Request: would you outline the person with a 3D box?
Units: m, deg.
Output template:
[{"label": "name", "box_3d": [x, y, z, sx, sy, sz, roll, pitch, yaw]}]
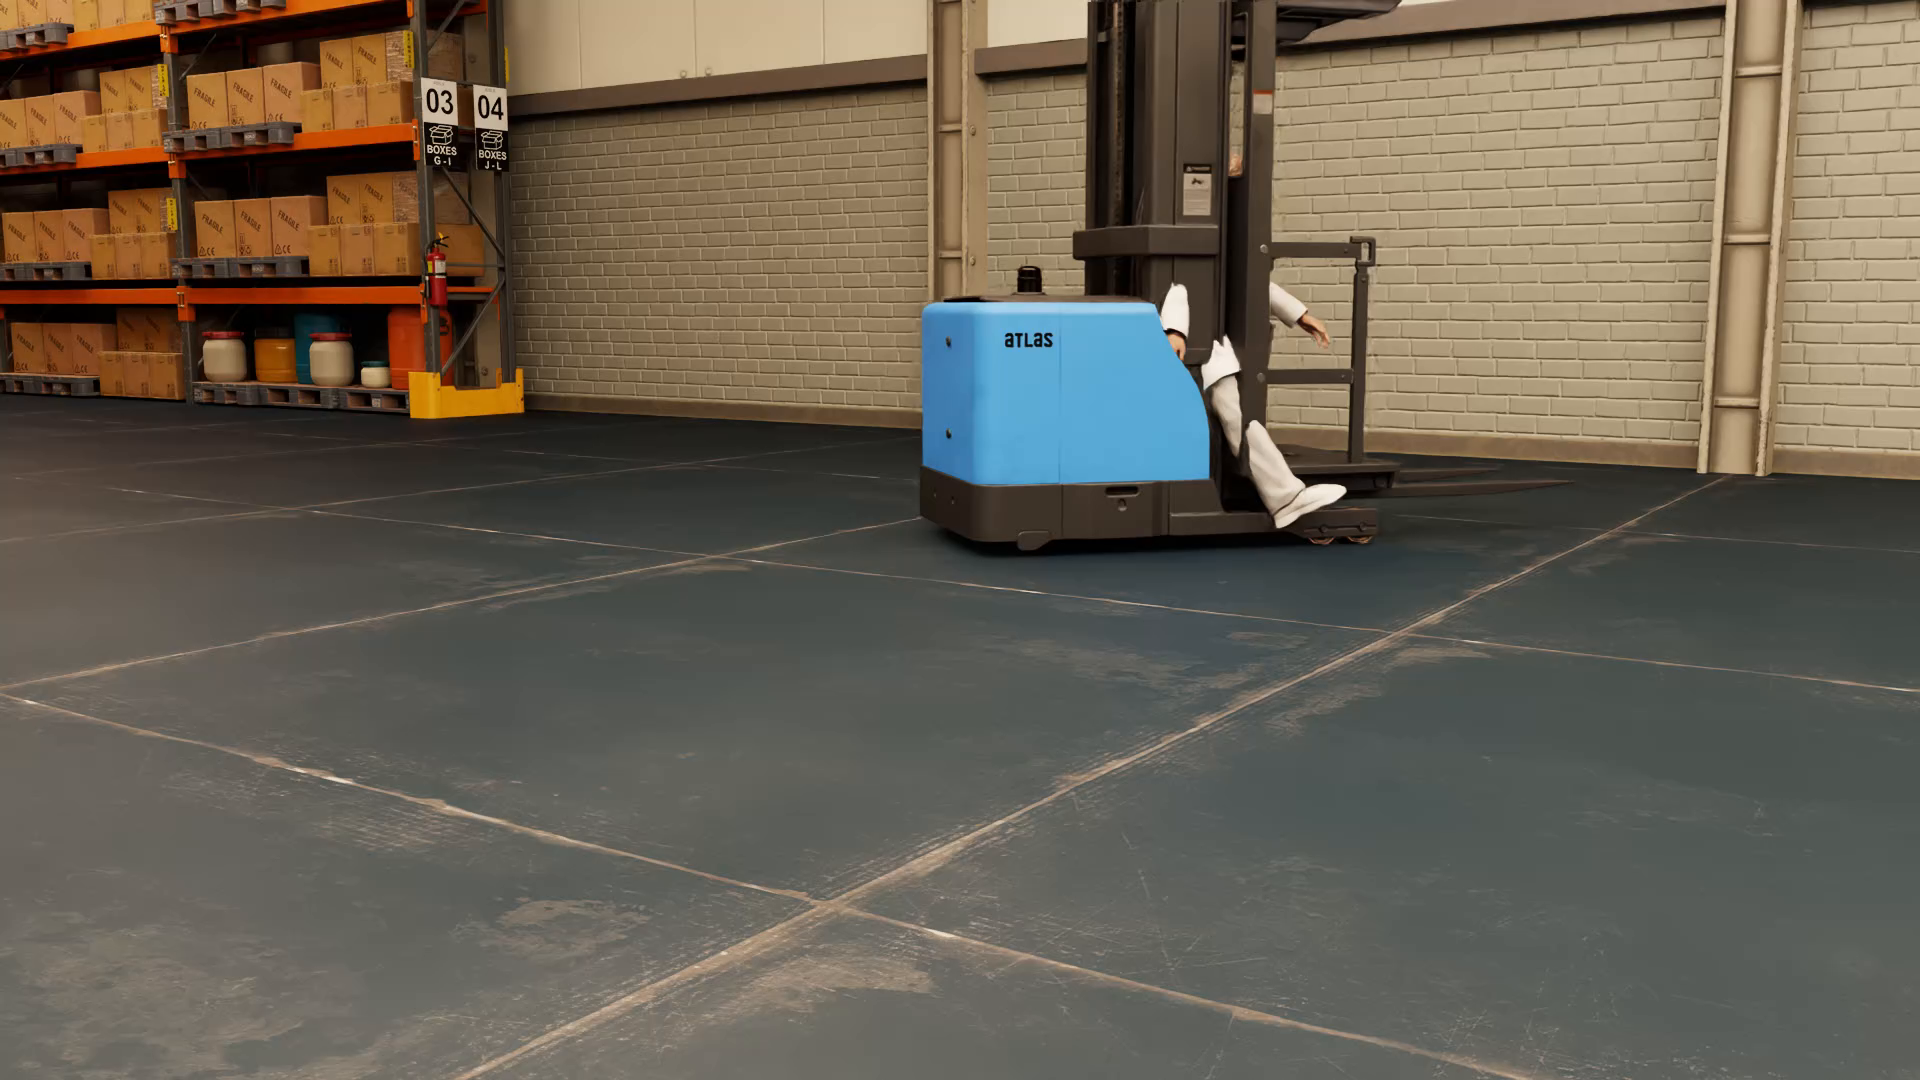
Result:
[{"label": "person", "box_3d": [1.258, -0.856, 7.444, 1.074, 1.635, 0.855, 4, 9, 27]}]

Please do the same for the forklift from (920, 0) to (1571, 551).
[{"label": "forklift", "box_3d": [1.385, -1.495, 7.709, 3.031, 2.935, 1.130, -2, 8, -16]}]
